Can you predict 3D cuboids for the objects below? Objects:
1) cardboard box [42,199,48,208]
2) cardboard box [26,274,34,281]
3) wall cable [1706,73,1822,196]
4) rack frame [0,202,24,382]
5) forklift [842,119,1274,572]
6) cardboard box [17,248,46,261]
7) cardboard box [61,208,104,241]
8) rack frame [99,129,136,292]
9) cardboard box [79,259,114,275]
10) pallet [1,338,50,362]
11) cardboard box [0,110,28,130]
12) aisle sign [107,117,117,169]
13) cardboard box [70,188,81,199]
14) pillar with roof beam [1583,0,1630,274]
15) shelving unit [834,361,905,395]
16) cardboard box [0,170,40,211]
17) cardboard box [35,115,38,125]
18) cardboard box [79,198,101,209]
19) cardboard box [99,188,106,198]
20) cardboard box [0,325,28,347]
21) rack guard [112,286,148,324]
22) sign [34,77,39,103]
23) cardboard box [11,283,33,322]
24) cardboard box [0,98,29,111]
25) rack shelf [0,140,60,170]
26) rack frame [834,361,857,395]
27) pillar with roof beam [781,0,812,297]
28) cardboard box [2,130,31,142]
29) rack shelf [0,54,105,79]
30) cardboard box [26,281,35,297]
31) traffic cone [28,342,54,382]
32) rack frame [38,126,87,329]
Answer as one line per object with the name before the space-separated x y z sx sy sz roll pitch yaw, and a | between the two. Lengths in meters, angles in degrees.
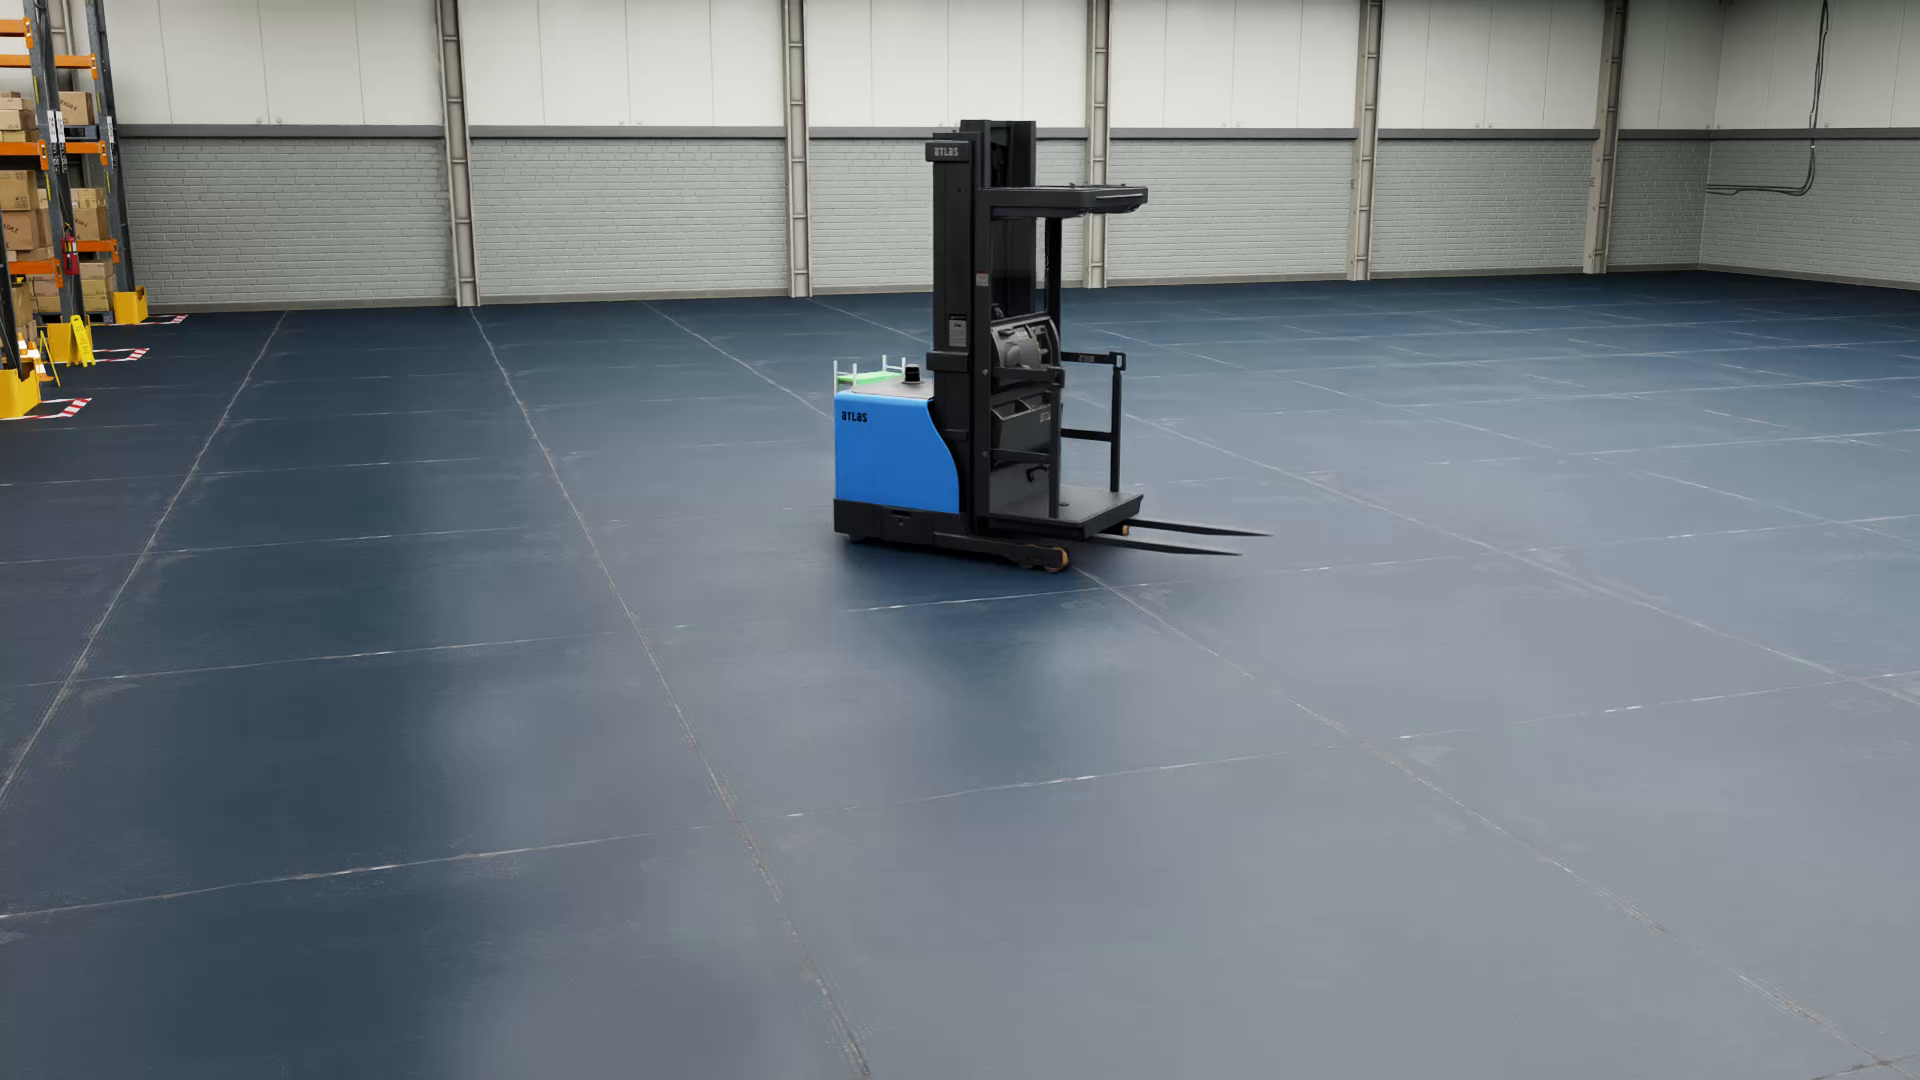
cardboard box | -14.170 -5.262 26.003 0.250 0.149 0.380 -4 14 -17
cardboard box | -14.727 -4.188 25.980 0.500 0.250 0.500 -4 14 -17
wall cable | 17.267 -8.712 35.870 0.112 2.526 3.097 -4 14 -18
rack frame | -10.171 -2.849 17.478 0.127 3.000 1.000 -4 14 -18
forklift | 0.630 -1.352 11.333 3.031 2.935 1.121 7 15 28
cardboard box | -12.132 -3.731 21.727 0.250 0.149 0.380 -4 14 -16
cardboard box | -13.815 -4.971 26.180 0.500 0.500 0.500 -5 14 -19
rack frame | -13.432 -5.016 26.586 0.127 3.000 1.000 -4 14 -18
cardboard box | -13.948 -4.375 26.766 0.500 0.250 0.500 -5 14 -19
pallet | -12.699 -2.513 22.090 1.213 0.211 1.003 -4 14 -18
cardboard box | -12.245 -5.362 21.239 0.500 0.250 0.500 -5 14 -19
aisle sign | -13.276 -6.221 26.035 0.004 0.787 0.394 -4 14 -18
cardboard box | -13.929 -5.427 26.055 0.250 0.149 0.380 -4 14 -18
pillar with roof beam | 15.427 -9.351 31.846 0.400 9.000 9.100 -4 14 -18
shelving unit | -0.682 -0.773 12.637 0.492 1.200 0.258 -13 18 -43
cardboard box | -12.260 -4.522 21.489 0.500 0.500 0.700 -5 14 -19
cardboard box | -14.121 -6.478 25.671 0.250 0.149 0.380 -5 14 -20
cardboard box | -13.672 -5.293 26.134 0.250 0.149 0.380 -4 14 -17
cardboard box | -13.819 -5.547 26.558 0.250 0.149 0.380 -5 14 -19
cardboard box | -12.549 -2.674 21.774 0.500 0.250 0.500 -5 14 -18
rack guard | -13.410 -3.802 26.883 0.348 0.500 1.175 -4 14 -18
sign | -11.688 -5.694 21.043 0.005 0.325 0.100 -4 14 -18
cardboard box | -12.721 -3.158 22.190 0.500 0.500 0.500 -5 14 -20
cardboard box | -12.072 -5.563 21.223 0.250 0.149 0.380 -4 14 -18
rack shelf | -13.741 -4.889 21.126 4.000 0.370 1.077 -4 14 -18
rack frame | -0.852 -0.735 12.475 0.015 1.200 0.240 -13 18 -43
pillar with roof beam | -1.633 -8.022 26.261 0.400 9.000 9.100 -4 14 -18
cardboard box | -12.095 -5.177 21.324 0.250 0.149 0.380 -4 14 -18
rack shelf | -15.328 -7.242 25.401 4.000 0.370 1.077 -4 14 -18
cardboard box | -14.755 -3.944 26.034 0.500 0.250 0.500 -5 14 -19
traffic cone | -11.166 -2.160 20.064 0.334 0.463 0.336 -4 14 -18
rack frame | -11.846 -3.928 22.011 0.127 3.000 1.000 -4 14 -18
